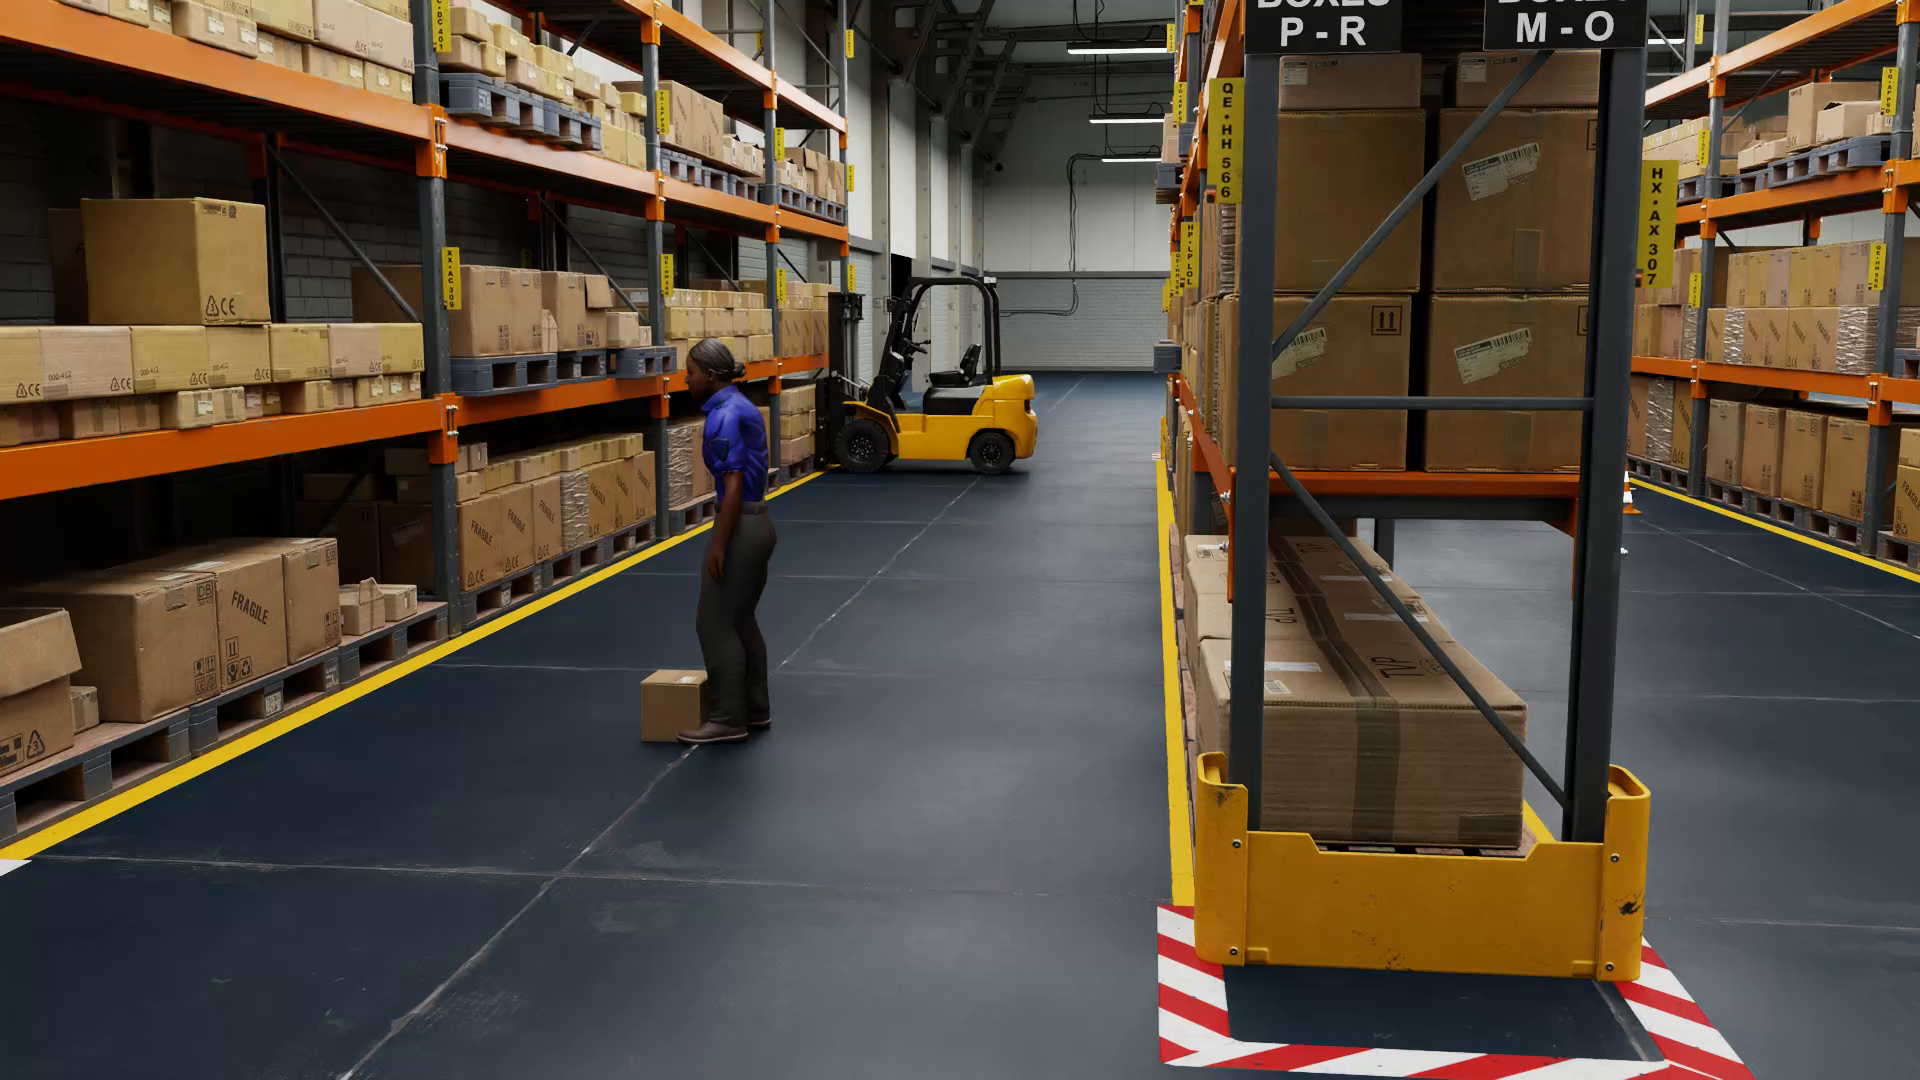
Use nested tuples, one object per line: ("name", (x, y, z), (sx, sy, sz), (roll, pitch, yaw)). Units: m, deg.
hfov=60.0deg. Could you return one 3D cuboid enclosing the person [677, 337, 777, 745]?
("person", (-0.962, -0.001, 6.828), (0.403, 1.653, 0.530), (0, 8, 3))
